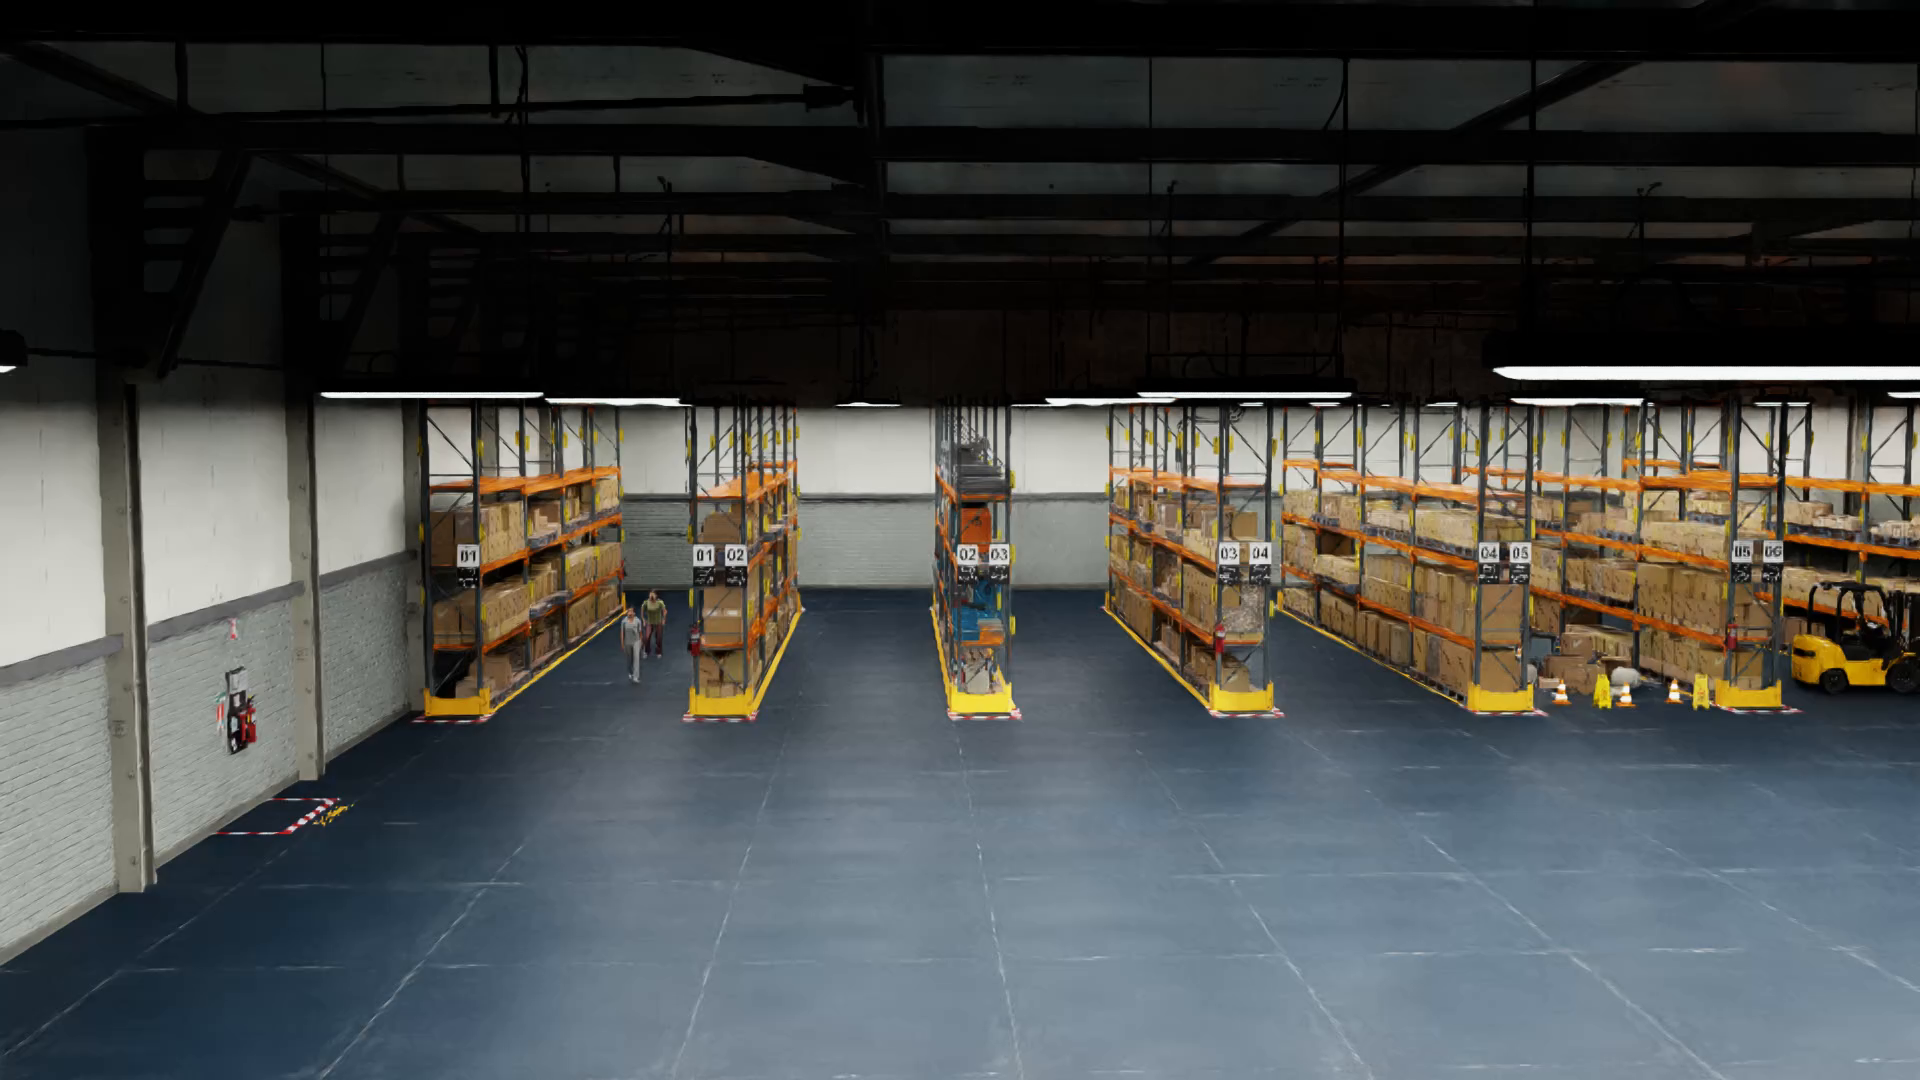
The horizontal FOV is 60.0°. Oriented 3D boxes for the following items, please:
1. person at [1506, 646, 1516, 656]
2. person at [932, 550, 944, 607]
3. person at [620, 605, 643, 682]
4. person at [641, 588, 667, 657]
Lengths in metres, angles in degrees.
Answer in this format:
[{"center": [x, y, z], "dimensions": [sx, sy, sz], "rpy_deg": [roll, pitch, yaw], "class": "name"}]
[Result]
[{"center": [12.458, 1.860, 38.019], "dimensions": [0.580, 1.714, 0.655], "rpy_deg": [2, 5, 27], "class": "person"}, {"center": [-0.552, 1.076, 46.532], "dimensions": [0.477, 1.586, 0.399], "rpy_deg": [4, 6, 41], "class": "person"}, {"center": [-6.914, 2.155, 34.957], "dimensions": [0.449, 1.585, 1.097], "rpy_deg": [0, 5, -4], "class": "person"}, {"center": [-7.051, 1.909, 38.302], "dimensions": [0.598, 1.618, 0.507], "rpy_deg": [0, 5, -5], "class": "person"}]
